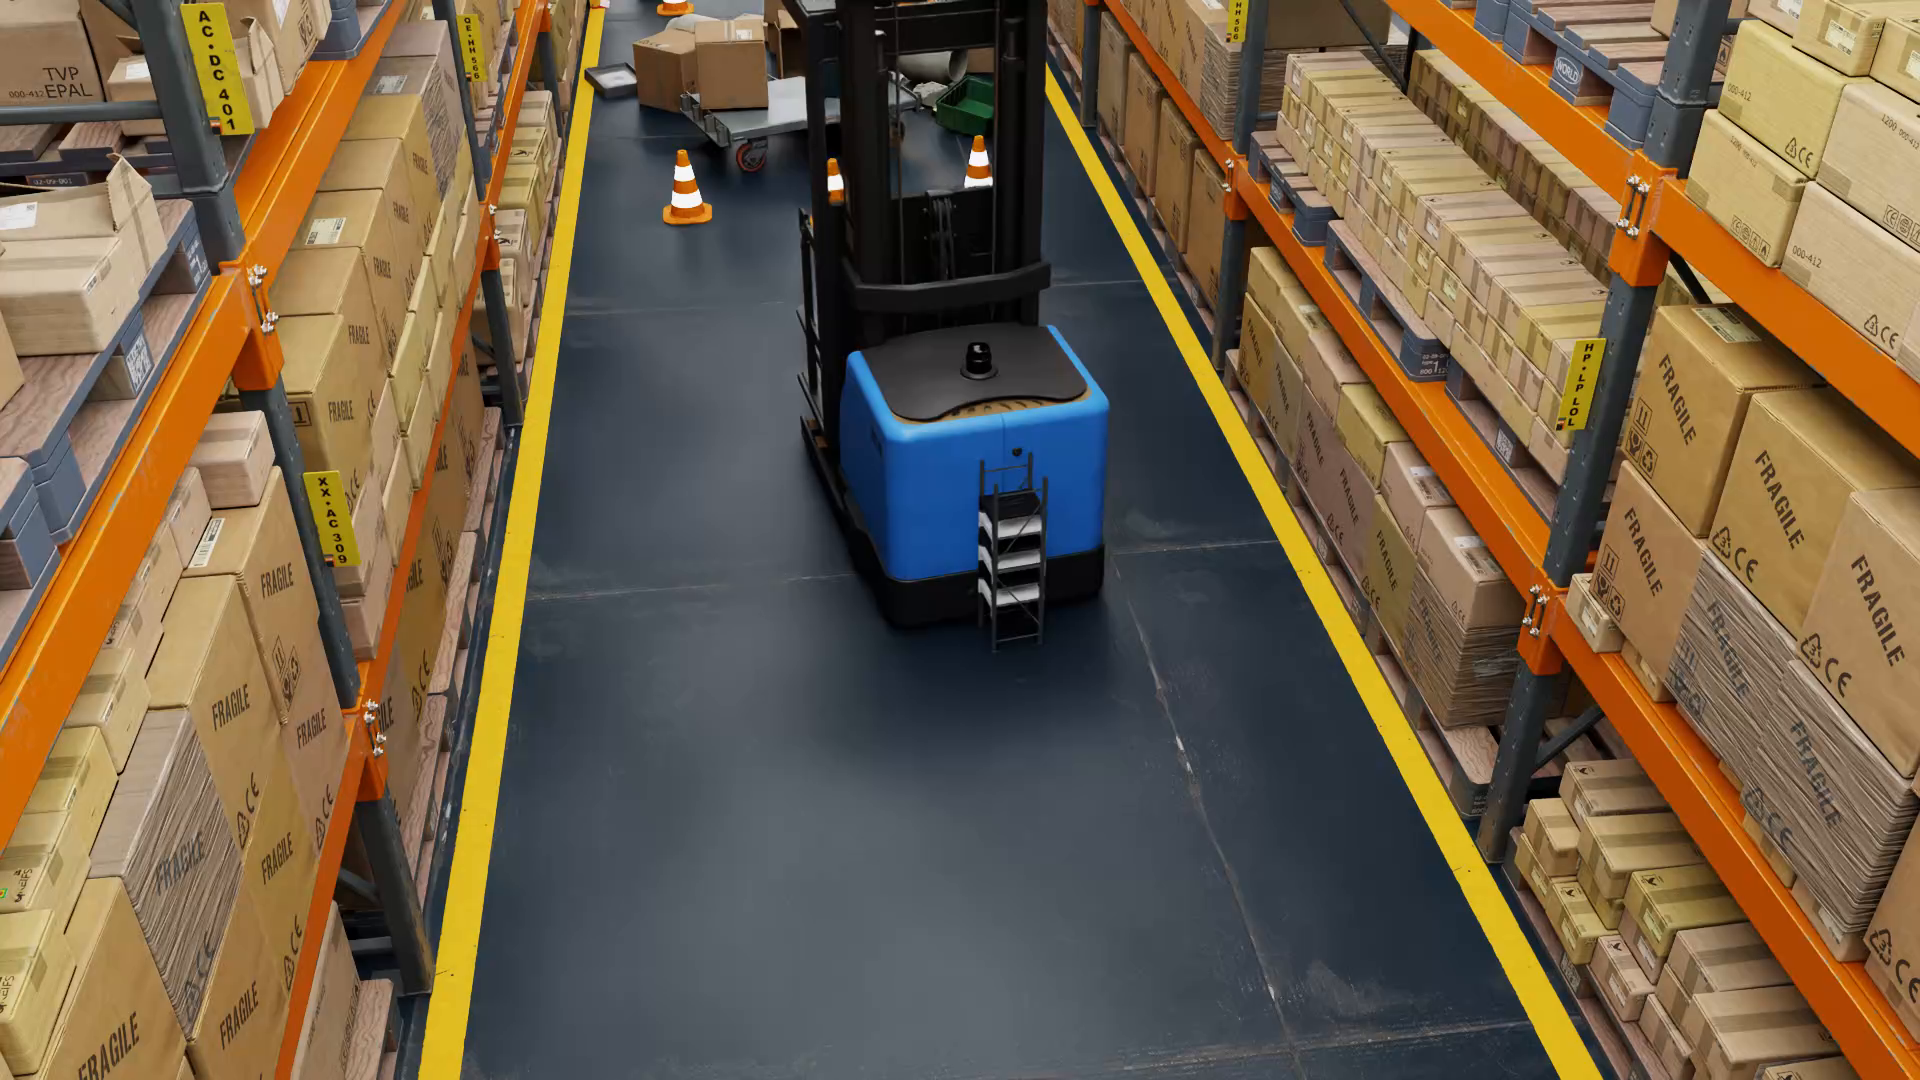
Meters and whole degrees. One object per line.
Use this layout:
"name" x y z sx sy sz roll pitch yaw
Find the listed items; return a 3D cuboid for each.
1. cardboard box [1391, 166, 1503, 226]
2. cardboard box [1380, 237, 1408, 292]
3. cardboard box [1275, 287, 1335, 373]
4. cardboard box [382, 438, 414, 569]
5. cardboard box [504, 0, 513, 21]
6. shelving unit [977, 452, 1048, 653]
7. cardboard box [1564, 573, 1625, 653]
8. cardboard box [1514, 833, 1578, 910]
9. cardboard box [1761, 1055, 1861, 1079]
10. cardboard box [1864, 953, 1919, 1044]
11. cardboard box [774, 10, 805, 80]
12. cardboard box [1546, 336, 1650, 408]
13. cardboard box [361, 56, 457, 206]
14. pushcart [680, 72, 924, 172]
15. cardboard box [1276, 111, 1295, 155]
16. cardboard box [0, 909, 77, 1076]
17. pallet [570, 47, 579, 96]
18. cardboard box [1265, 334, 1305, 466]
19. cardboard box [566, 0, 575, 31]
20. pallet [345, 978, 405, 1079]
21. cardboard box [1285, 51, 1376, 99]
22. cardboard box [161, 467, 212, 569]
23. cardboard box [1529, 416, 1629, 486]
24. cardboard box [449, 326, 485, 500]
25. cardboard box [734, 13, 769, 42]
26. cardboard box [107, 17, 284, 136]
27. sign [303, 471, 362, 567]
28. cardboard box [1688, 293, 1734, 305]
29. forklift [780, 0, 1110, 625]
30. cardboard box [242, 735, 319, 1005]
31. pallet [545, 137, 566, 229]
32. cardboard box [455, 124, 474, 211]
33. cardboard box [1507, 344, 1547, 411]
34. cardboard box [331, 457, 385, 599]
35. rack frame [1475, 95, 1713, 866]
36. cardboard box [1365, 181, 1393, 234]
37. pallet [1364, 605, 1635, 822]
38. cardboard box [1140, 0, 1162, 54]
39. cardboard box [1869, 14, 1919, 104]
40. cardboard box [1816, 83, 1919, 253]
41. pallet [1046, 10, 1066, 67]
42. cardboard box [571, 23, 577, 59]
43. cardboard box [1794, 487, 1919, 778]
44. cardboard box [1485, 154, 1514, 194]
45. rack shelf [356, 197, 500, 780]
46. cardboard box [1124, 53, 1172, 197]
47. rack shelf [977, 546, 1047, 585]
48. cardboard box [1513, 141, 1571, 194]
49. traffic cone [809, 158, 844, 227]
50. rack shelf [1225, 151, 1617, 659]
"cardboard box" 2.059 -1.459 7.049 0.380 0.149 0.250 -5 35 -7
"cardboard box" 2.055 -1.208 7.210 0.380 0.149 0.250 -5 35 -8
"cardboard box" 1.902 -1.053 8.312 0.500 0.250 0.500 -5 35 -7
"cardboard box" -2.241 -0.117 5.892 0.500 0.250 0.500 -5 35 -8
"cardboard box" -2.983 -3.322 10.312 0.380 0.149 0.250 -4 35 -6
"shelving unit" 0.229 0.065 7.356 0.258 0.900 0.210 -9 35 -13
"cardboard box" 2.233 0.230 5.472 0.380 0.149 0.250 -3 34 -5
"cardboard box" 2.249 1.176 6.020 0.380 0.149 0.250 -6 35 -8
"cardboard box" 2.550 1.644 4.805 0.380 0.149 0.250 -6 35 -8
"cardboard box" 2.540 1.108 4.184 0.380 0.149 0.250 -3 34 -5
"cardboard box" -1.108 -4.036 13.606 0.797 0.637 0.503 -4 35 -6
"cardboard box" 2.271 -0.581 5.761 0.380 0.149 0.250 -3 34 -4
"cardboard box" -2.505 -1.757 7.188 0.500 0.500 0.500 -4 34 -6
"pushcart" -1.196 -3.206 12.620 1.648 0.377 0.936 -16 38 -23
"cardboard box" 1.841 -2.093 8.508 0.380 0.149 0.250 -5 35 -7
"cardboard box" -1.775 0.797 2.865 0.380 0.149 0.250 -5 35 -8
"pallet" -3.741 -3.991 13.920 1.003 0.211 1.213 -4 35 -6
"cardboard box" 1.894 -0.735 8.511 0.500 0.500 0.500 -4 34 -6
"cardboard box" -3.412 -4.374 13.407 0.500 0.500 0.500 -3 34 -4
"pallet" -2.348 1.957 5.190 1.003 0.211 1.213 -4 35 -6
"cardboard box" 1.852 -2.329 8.326 0.380 0.149 0.250 -4 35 -6
"cardboard box" -2.088 -0.045 4.099 0.380 0.149 0.250 -4 34 -5
"cardboard box" 2.269 -0.333 5.925 0.380 0.149 0.250 -5 35 -7
"cardboard box" -2.900 -0.761 8.217 0.875 0.875 0.875 -5 35 -7
"cardboard box" -1.809 -4.565 14.817 0.380 0.149 0.250 13 36 18
"cardboard box" -2.093 -1.288 4.560 0.396 0.266 0.258 -5 35 -7
"sign" -1.823 -0.058 4.833 0.100 0.325 0.005 -4 35 -6
"cardboard box" 2.878 -0.782 6.055 0.380 0.149 0.250 -3 34 -5
"forklift" -0.225 -1.652 8.072 1.130 2.935 3.031 -9 35 -13
"cardboard box" -1.982 0.860 4.236 0.500 0.500 0.500 -5 35 -8
"pallet" -3.342 -2.503 11.735 1.003 0.211 1.213 -4 35 -6
"cardboard box" -2.594 -1.751 7.845 0.500 0.250 0.500 -4 35 -7
"cardboard box" 2.233 -0.603 6.057 0.380 0.149 0.250 -4 34 -6
"cardboard box" -2.152 -0.037 5.329 0.500 0.250 0.500 -5 35 -8
"rack frame" 2.519 -0.056 5.669 1.000 3.000 0.127 -4 35 -6
"cardboard box" 2.021 -1.478 7.341 0.380 0.149 0.250 -5 35 -7
"pallet" 2.413 0.662 7.092 1.003 0.211 1.213 -4 35 -6
"cardboard box" 1.448 -3.404 10.493 0.500 0.500 0.500 -4 34 -6
"cardboard box" 2.411 -1.135 3.923 0.380 0.149 0.250 -5 35 -7
"cardboard box" 2.408 -0.875 3.896 0.500 0.250 0.500 -5 35 -7
"pallet" 1.251 -4.481 14.638 1.003 0.211 1.213 -4 35 -6
"cardboard box" -3.417 -4.069 13.626 0.500 0.250 0.500 -5 35 -7
"cardboard box" 2.460 0.208 4.040 0.500 0.500 0.500 -4 34 -6
"cardboard box" 2.638 -1.666 7.617 0.380 0.149 0.250 -5 35 -7
"rack shelf" -2.642 -0.444 6.877 1.077 0.370 4.000 -4 35 -6
"cardboard box" 1.741 -2.886 11.447 1.050 0.750 0.750 -4 35 -6
"rack shelf" 0.229 0.092 7.375 0.258 0.077 0.200 -9 35 -13
"cardboard box" 2.673 -1.644 7.320 0.380 0.149 0.250 -3 34 -4
"traffic cone" -0.865 -2.369 11.315 0.336 0.463 0.334 -4 35 -6
"rack shelf" 2.250 -0.875 7.509 1.077 0.370 4.000 -4 35 -6
